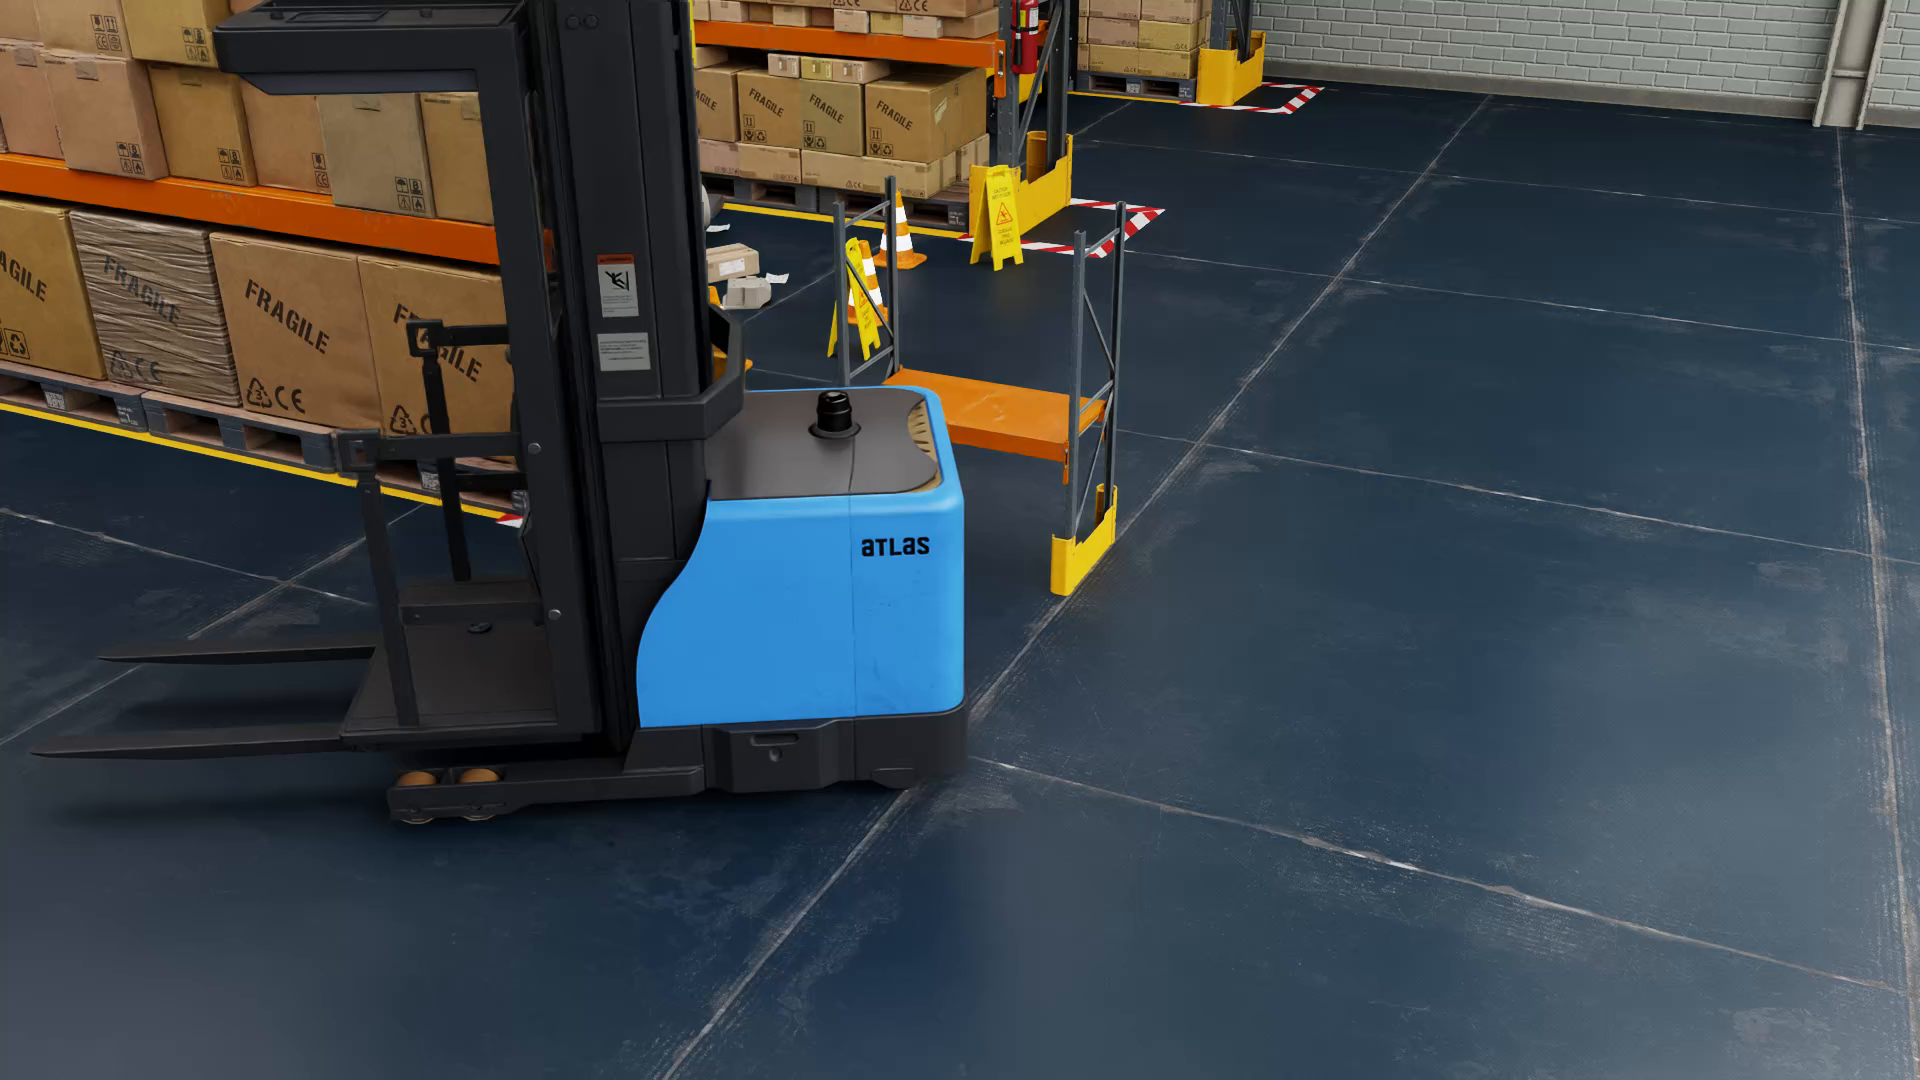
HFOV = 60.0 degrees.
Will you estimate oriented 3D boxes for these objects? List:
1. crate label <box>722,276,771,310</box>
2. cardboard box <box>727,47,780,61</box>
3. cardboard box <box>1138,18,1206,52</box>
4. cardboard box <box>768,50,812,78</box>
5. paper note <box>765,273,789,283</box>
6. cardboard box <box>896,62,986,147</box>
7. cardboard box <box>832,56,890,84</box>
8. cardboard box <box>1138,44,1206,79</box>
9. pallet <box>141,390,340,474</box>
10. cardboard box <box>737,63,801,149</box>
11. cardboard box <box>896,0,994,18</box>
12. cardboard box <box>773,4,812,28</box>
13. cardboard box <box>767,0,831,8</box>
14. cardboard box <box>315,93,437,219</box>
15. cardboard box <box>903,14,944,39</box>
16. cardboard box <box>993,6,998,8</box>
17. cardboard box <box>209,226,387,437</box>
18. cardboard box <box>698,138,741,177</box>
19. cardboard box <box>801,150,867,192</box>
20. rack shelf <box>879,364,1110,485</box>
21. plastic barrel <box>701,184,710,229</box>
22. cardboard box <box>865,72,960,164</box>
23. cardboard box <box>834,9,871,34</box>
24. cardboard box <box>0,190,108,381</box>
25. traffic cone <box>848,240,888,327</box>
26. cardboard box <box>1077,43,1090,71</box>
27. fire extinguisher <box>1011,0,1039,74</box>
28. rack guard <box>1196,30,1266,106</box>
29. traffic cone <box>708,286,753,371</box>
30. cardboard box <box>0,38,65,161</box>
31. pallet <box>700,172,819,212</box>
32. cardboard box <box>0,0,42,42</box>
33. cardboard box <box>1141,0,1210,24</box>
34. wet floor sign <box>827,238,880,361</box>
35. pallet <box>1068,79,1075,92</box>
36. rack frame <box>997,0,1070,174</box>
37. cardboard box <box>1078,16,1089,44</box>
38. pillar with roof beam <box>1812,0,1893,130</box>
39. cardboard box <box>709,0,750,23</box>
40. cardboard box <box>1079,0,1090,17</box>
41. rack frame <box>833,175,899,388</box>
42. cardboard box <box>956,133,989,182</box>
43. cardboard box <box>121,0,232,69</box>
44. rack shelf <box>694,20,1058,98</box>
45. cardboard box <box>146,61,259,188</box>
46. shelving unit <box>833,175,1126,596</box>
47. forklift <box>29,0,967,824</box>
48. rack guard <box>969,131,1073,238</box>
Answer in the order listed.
[{"bbox_3d":[-1.306,-1.519,10.181,0.298,0.136,0.250,-2,26,-5],"label":"crate label"},{"bbox_3d":[-1.553,-3.470,12.692,0.500,0.500,0.500,13,29,24],"label":"cardboard box"},{"bbox_3d":[1.989,-4.772,15.618,0.500,0.250,0.500,11,28,21],"label":"cardboard box"},{"bbox_3d":[-1.156,-3.393,11.801,0.250,0.149,0.380,13,29,24],"label":"cardboard box"},{"bbox_3d":[-1.174,-1.674,10.615,0.142,0.019,0.148,2,26,4],"label":"paper note"},{"bbox_3d":[-0.131,-3.187,12.116,0.500,0.500,0.500,10,28,20],"label":"cardboard box"},{"bbox_3d":[-0.689,-3.297,11.605,0.250,0.149,0.380,12,29,23],"label":"cardboard box"},{"bbox_3d":[2.003,-4.543,15.720,0.500,0.250,0.500,12,28,22],"label":"cardboard box"},{"bbox_3d":[-3.313,-0.712,8.457,1.213,0.211,1.003,11,28,22],"label":"pallet"},{"bbox_3d":[-1.260,-3.155,12.051,0.500,0.500,0.500,11,28,21],"label":"cardboard box"},{"bbox_3d":[-0.098,-3.800,11.122,0.500,0.500,0.500,11,28,21],"label":"cardboard box"},{"bbox_3d":[-1.112,-3.709,11.671,0.250,0.149,0.380,11,28,21],"label":"cardboard box"},{"bbox_3d":[-1.006,-3.986,11.501,0.500,0.500,0.500,11,28,22],"label":"cardboard box"},{"bbox_3d":[-2.313,-1.833,7.408,0.550,0.550,0.875,11,28,22],"label":"cardboard box"},{"bbox_3d":[-0.195,-3.505,11.257,0.250,0.149,0.380,11,28,21],"label":"cardboard box"},{"bbox_3d":[0.287,-3.666,11.584,0.250,0.149,0.380,11,28,22],"label":"cardboard box"},{"bbox_3d":[-2.893,-1.117,8.053,0.875,0.875,0.875,11,28,21],"label":"cardboard box"},{"bbox_3d":[-1.731,-2.914,12.410,0.500,0.250,0.500,11,28,21],"label":"cardboard box"},{"bbox_3d":[-0.805,-2.726,12.028,0.500,0.250,0.500,11,28,22],"label":"cardboard box"},{"bbox_3d":[0.078,-0.496,6.966,1.000,0.185,0.538,11,28,22],"label":"rack shelf"},{"bbox_3d":[-1.997,-2.246,11.333,0.512,0.421,0.421,-12,29,-23],"label":"plastic barrel"},{"bbox_3d":[-0.327,-2.966,11.667,0.500,0.500,0.500,12,28,22],"label":"cardboard box"},{"bbox_3d":[-0.667,-3.595,11.440,0.250,0.149,0.380,12,29,23],"label":"cardboard box"},{"bbox_3d":[-4.544,-1.448,8.725,0.875,0.875,0.875,12,29,23],"label":"cardboard box"},{"bbox_3d":[-0.565,-1.547,9.867,0.334,0.463,0.336,11,28,22],"label":"traffic cone"},{"bbox_3d":[1.103,-4.733,16.105,0.500,0.250,0.500,12,29,22],"label":"cardboard box"},{"bbox_3d":[0.424,-3.392,10.832,0.183,0.674,0.296,11,28,22],"label":"fire extinguisher"},{"bbox_3d":[2.584,-4.504,15.832,0.348,0.500,1.175,11,28,22],"label":"rack guard"},{"bbox_3d":[-1.342,-1.154,9.071,0.334,0.463,0.336,11,28,22],"label":"traffic cone"},{"bbox_3d":[-4.237,-2.269,8.293,0.550,0.550,0.875,11,28,22],"label":"cardboard box"},{"bbox_3d":[-1.390,-2.783,12.663,1.213,0.211,1.003,11,28,22],"label":"pallet"},{"bbox_3d":[-4.217,-2.772,8.093,0.550,0.550,0.875,11,28,22],"label":"cardboard box"},{"bbox_3d":[2.013,-4.992,15.499,0.500,0.250,0.500,12,29,24],"label":"cardboard box"},{"bbox_3d":[-0.601,-1.359,9.280,0.232,0.644,0.267,6,27,13],"label":"wet floor sign"},{"bbox_3d":[0.742,-4.725,16.609,1.213,0.211,1.003,11,28,22],"label":"pallet"},{"bbox_3d":[0.510,-3.633,11.234,0.127,3.000,1.000,11,28,22],"label":"rack frame"},{"bbox_3d":[1.058,-4.954,15.988,0.500,0.250,0.500,11,28,21],"label":"cardboard box"},{"bbox_3d":[5.981,-5.983,9.214,0.400,9.000,9.100,11,28,22],"label":"pillar with roof beam"},{"bbox_3d":[-1.575,-3.793,11.842,0.250,0.149,0.380,11,28,22],"label":"cardboard box"},{"bbox_3d":[1.083,-5.171,15.863,0.500,0.250,0.500,12,29,22],"label":"cardboard box"},{"bbox_3d":[-0.385,-0.750,7.076,0.032,1.500,0.500,11,28,22],"label":"rack frame"},{"bbox_3d":[-0.109,-2.847,12.274,0.500,0.250,0.500,11,28,21],"label":"cardboard box"},{"bbox_3d":[-3.297,-2.525,7.590,0.500,0.550,0.875,11,28,22],"label":"cardboard box"},{"bbox_3d":[-1.310,-3.676,12.135,4.000,0.370,1.077,11,28,22],"label":"rack shelf"},{"bbox_3d":[-3.270,-2.066,7.881,0.500,0.550,0.875,11,28,22],"label":"cardboard box"},{"bbox_3d":[0.069,-0.659,6.890,1.083,1.500,0.587,11,28,22],"label":"shelving unit"},{"bbox_3d":[-1.524,-0.641,5.233,3.031,2.935,1.130,-2,26,-5],"label":"forklift"},{"bbox_3d":[0.441,-2.526,11.814,0.348,0.500,1.175,11,28,22],"label":"rack guard"}]
